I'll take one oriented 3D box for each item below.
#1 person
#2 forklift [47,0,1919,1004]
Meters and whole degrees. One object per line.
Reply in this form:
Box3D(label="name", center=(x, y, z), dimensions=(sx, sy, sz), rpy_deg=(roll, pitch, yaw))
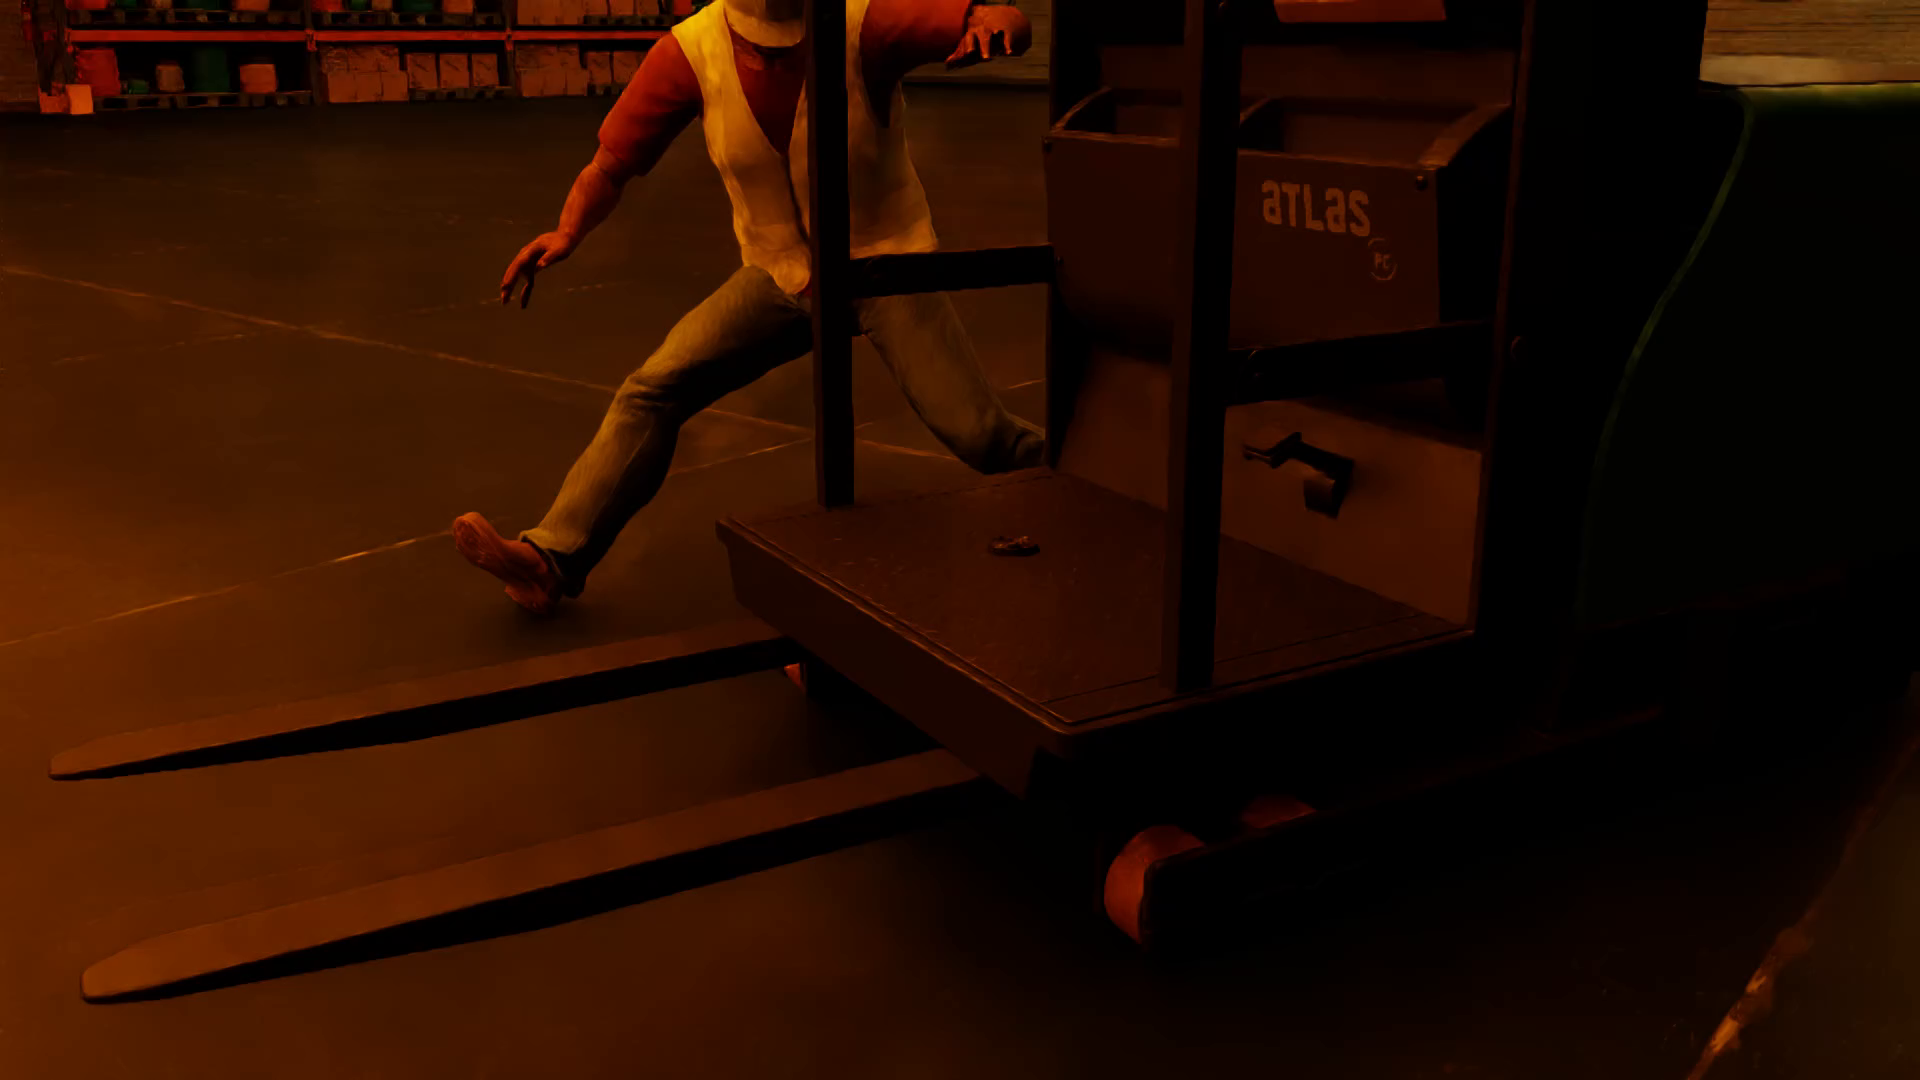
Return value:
Box3D(label="person", center=(-0.268, -0.543, 3.345), dimensions=(1.298, 1.405, 0.920), rpy_deg=(6, 18, 18))
Box3D(label="forklift", center=(0.261, -1.036, 2.309), dimensions=(3.031, 2.935, 1.130), rpy_deg=(-10, 19, -29))
